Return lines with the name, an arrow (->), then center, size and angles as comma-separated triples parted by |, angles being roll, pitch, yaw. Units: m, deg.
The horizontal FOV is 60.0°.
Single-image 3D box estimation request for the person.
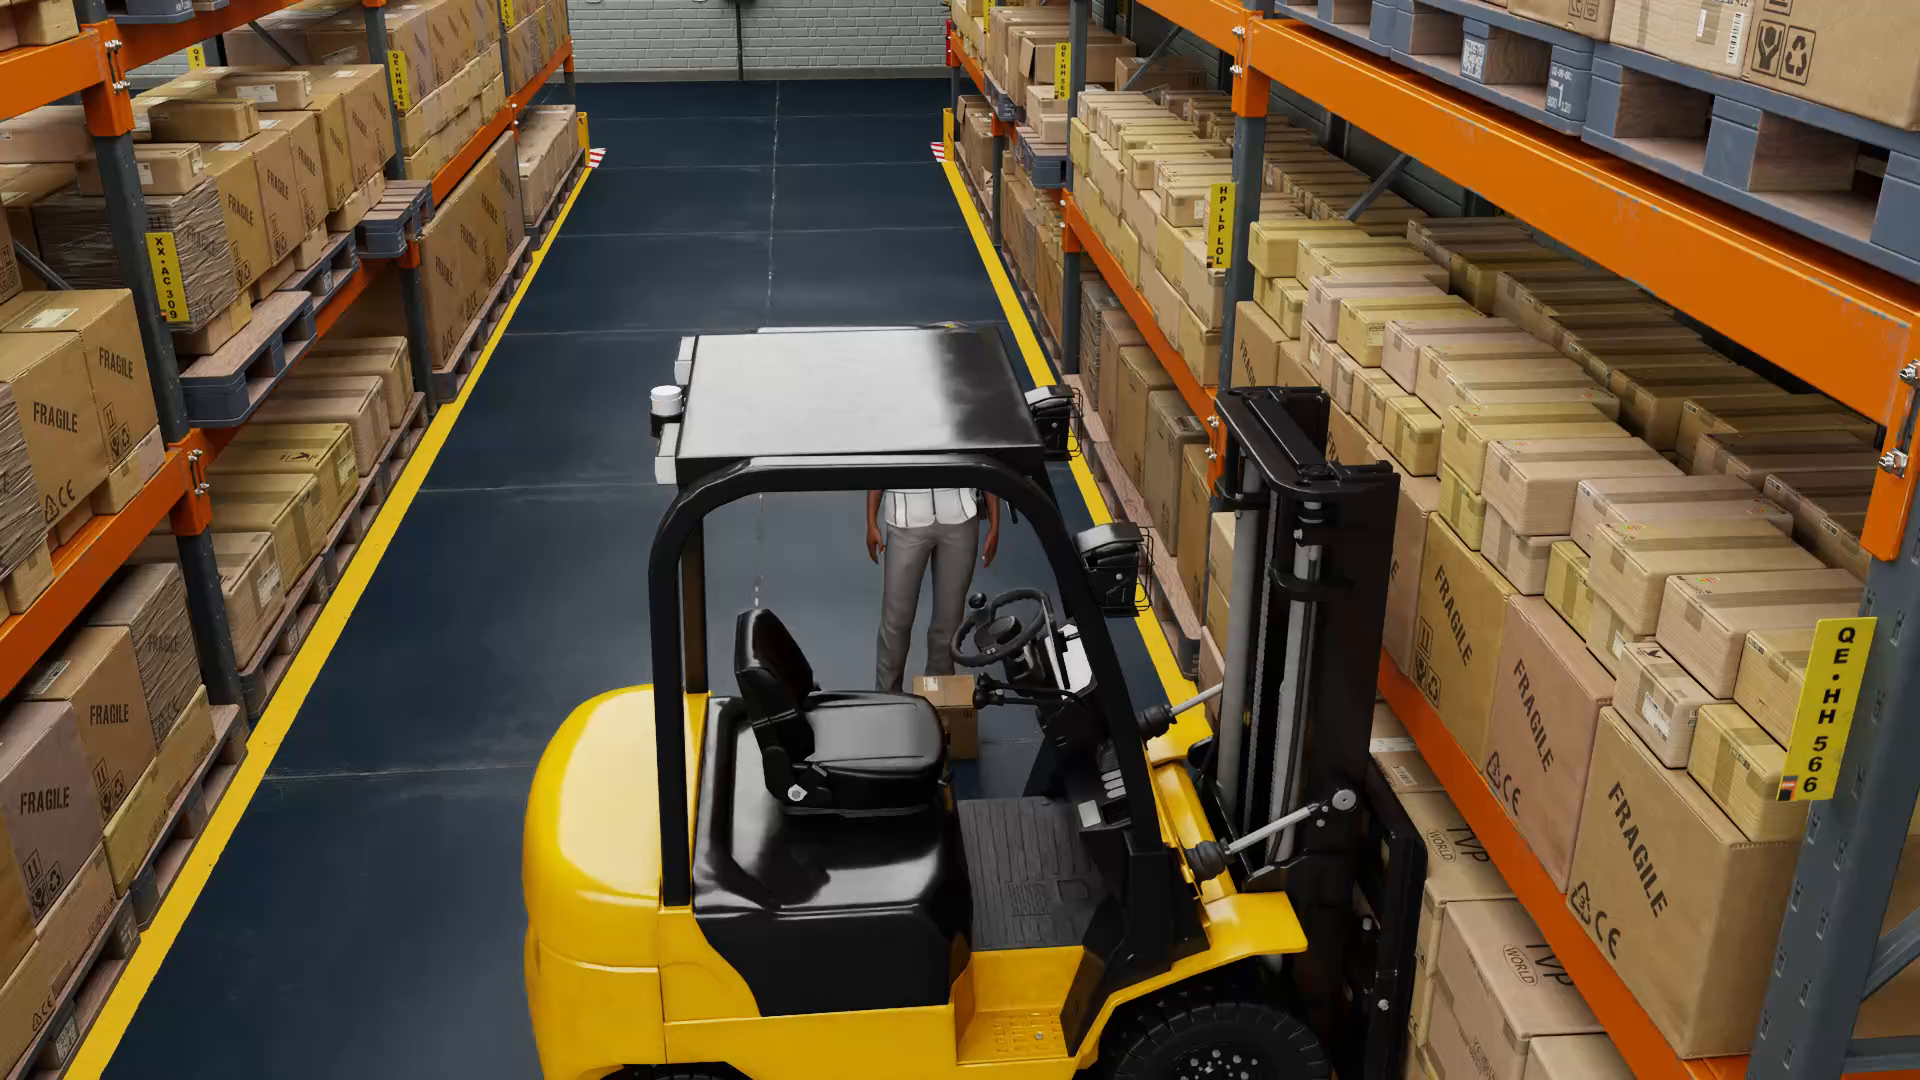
person -> -0.117, -0.031, 6.607 | 0.570, 1.695, 0.529 | -2, 24, -5
